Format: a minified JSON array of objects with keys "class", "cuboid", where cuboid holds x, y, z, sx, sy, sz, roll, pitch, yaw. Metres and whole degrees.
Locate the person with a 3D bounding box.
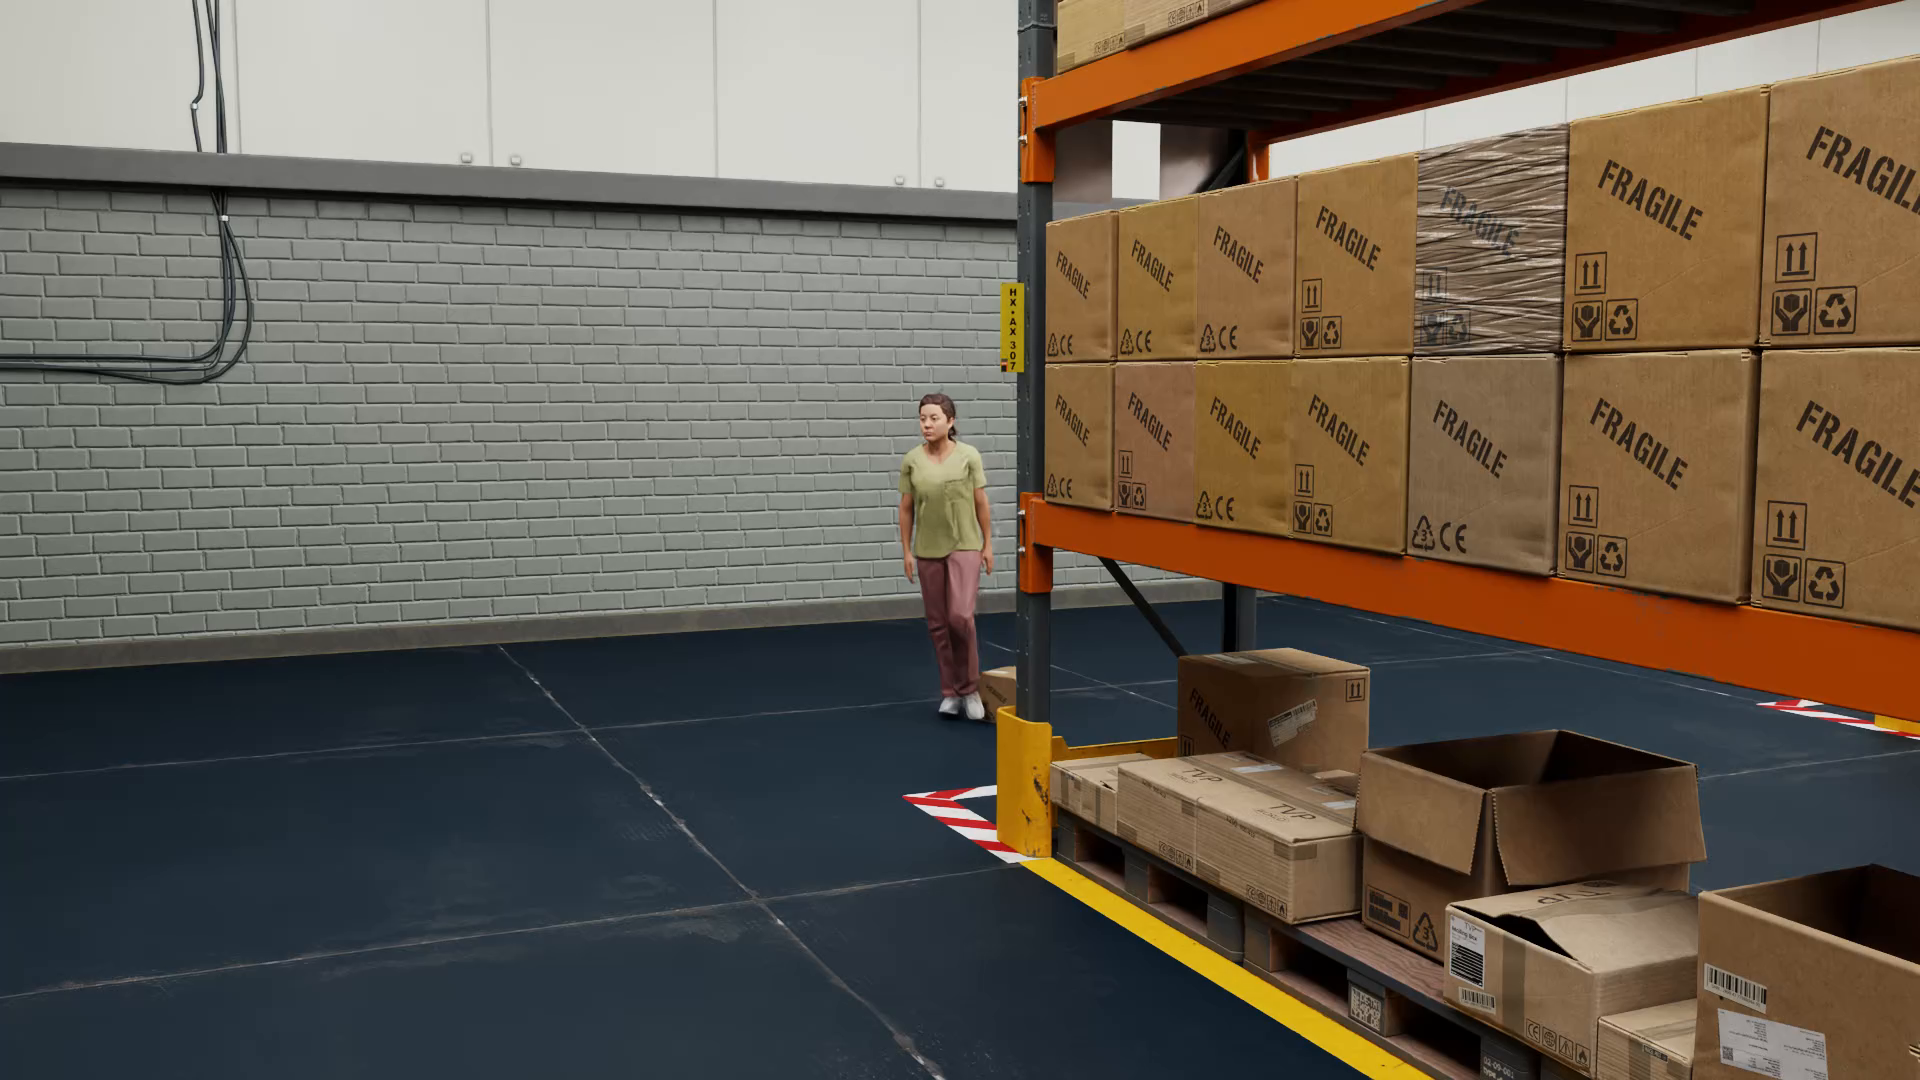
[{"class":"person","cuboid":[-0.081,0.079,8.485,0.474,1.651,0.520,1,6,15]}]
